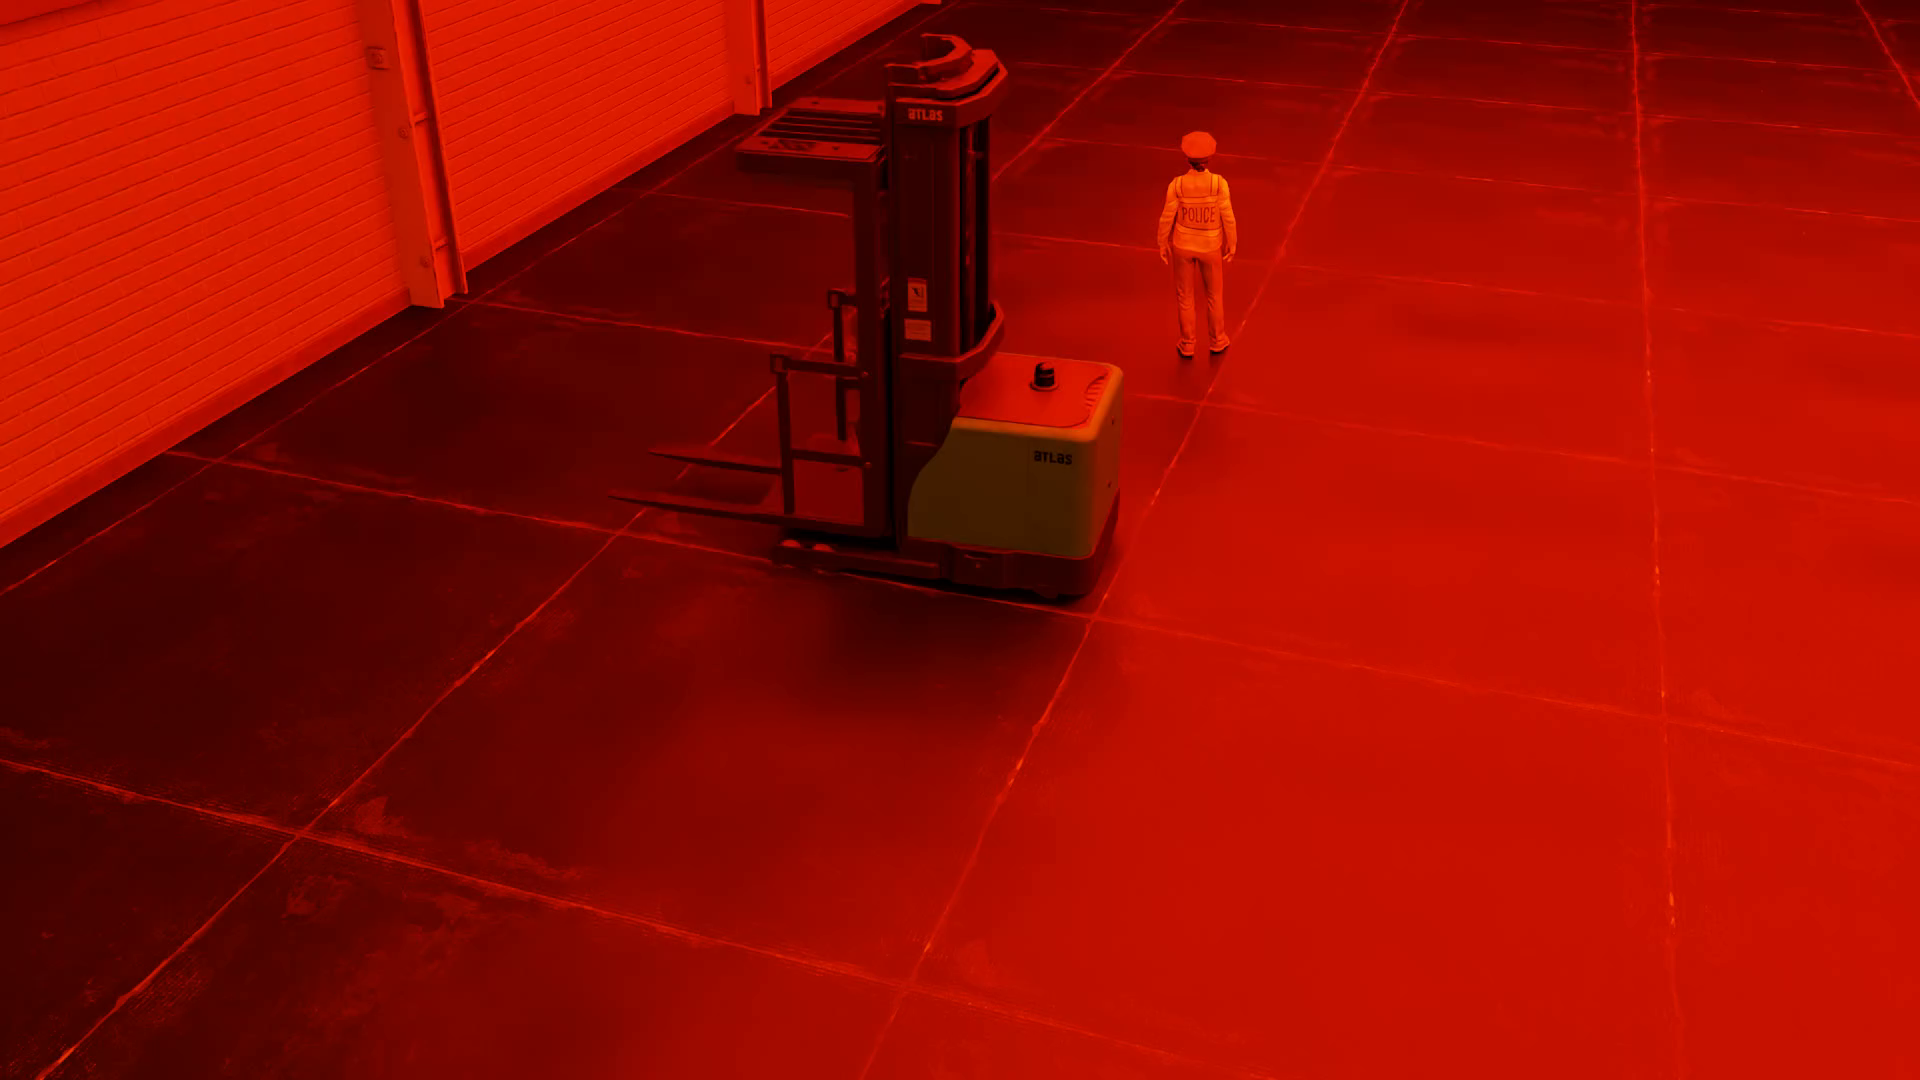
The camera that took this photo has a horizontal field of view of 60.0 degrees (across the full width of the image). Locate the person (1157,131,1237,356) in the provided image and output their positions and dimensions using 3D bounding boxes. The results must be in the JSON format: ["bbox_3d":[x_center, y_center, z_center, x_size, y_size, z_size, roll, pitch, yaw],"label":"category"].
[{"bbox_3d":[1.738,-2.167,12.172,0.587,1.694,0.530,5,30,9],"label":"person"}]

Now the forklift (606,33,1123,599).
[{"bbox_3d":[-0.607,-1.326,9.462,3.031,2.935,1.130,7,30,13],"label":"forklift"}]
